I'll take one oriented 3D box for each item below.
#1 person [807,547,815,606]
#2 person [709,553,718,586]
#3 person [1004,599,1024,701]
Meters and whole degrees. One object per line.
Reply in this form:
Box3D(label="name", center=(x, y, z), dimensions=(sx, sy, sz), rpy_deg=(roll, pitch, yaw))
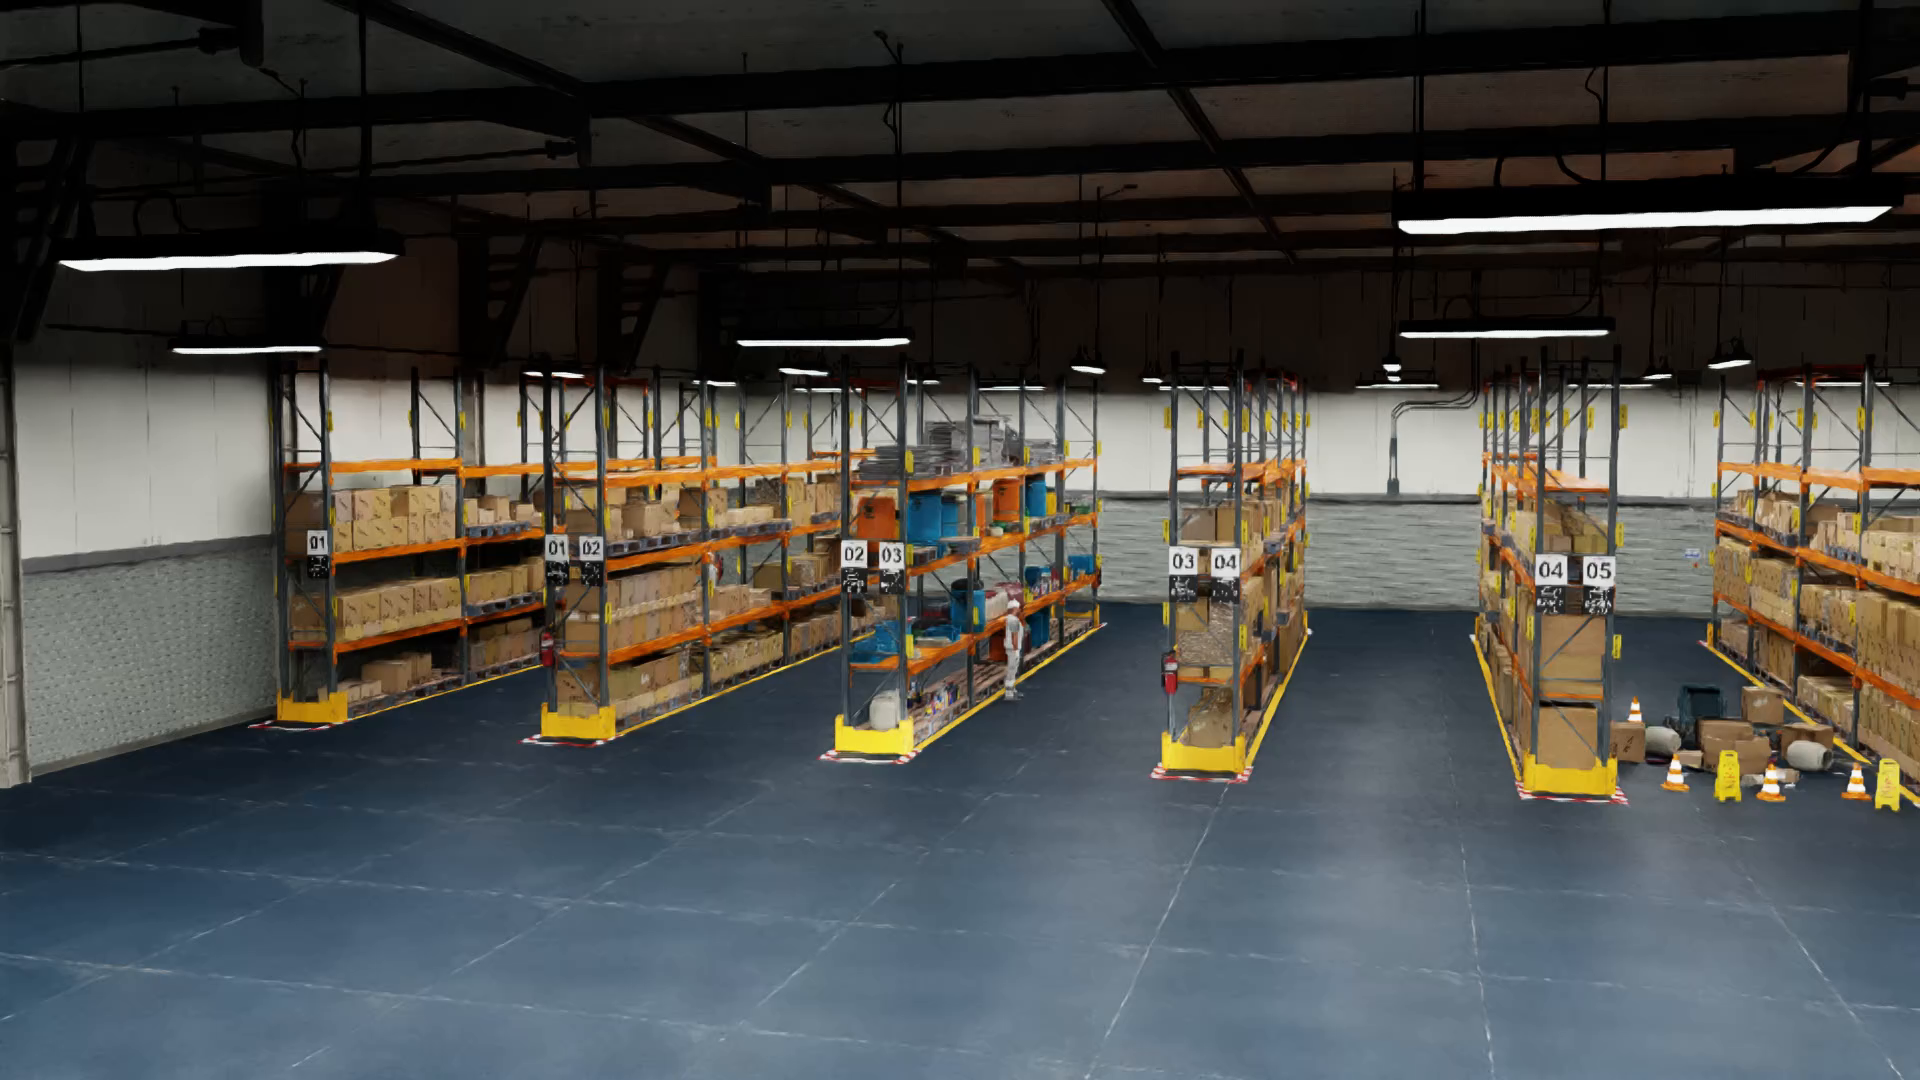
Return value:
Box3D(label="person", center=(-3.866, 1.038, 42.697), dimensions=(0.514, 1.792, 0.655), rpy_deg=(2, 5, 28))
Box3D(label="person", center=(-5.990, 1.204, 40.144), dimensions=(0.434, 1.791, 0.710), rpy_deg=(0, 4, 6))
Box3D(label="person", center=(0.980, 1.950, 29.702), dimensions=(0.400, 1.794, 0.649), rpy_deg=(-1, 4, -7))
